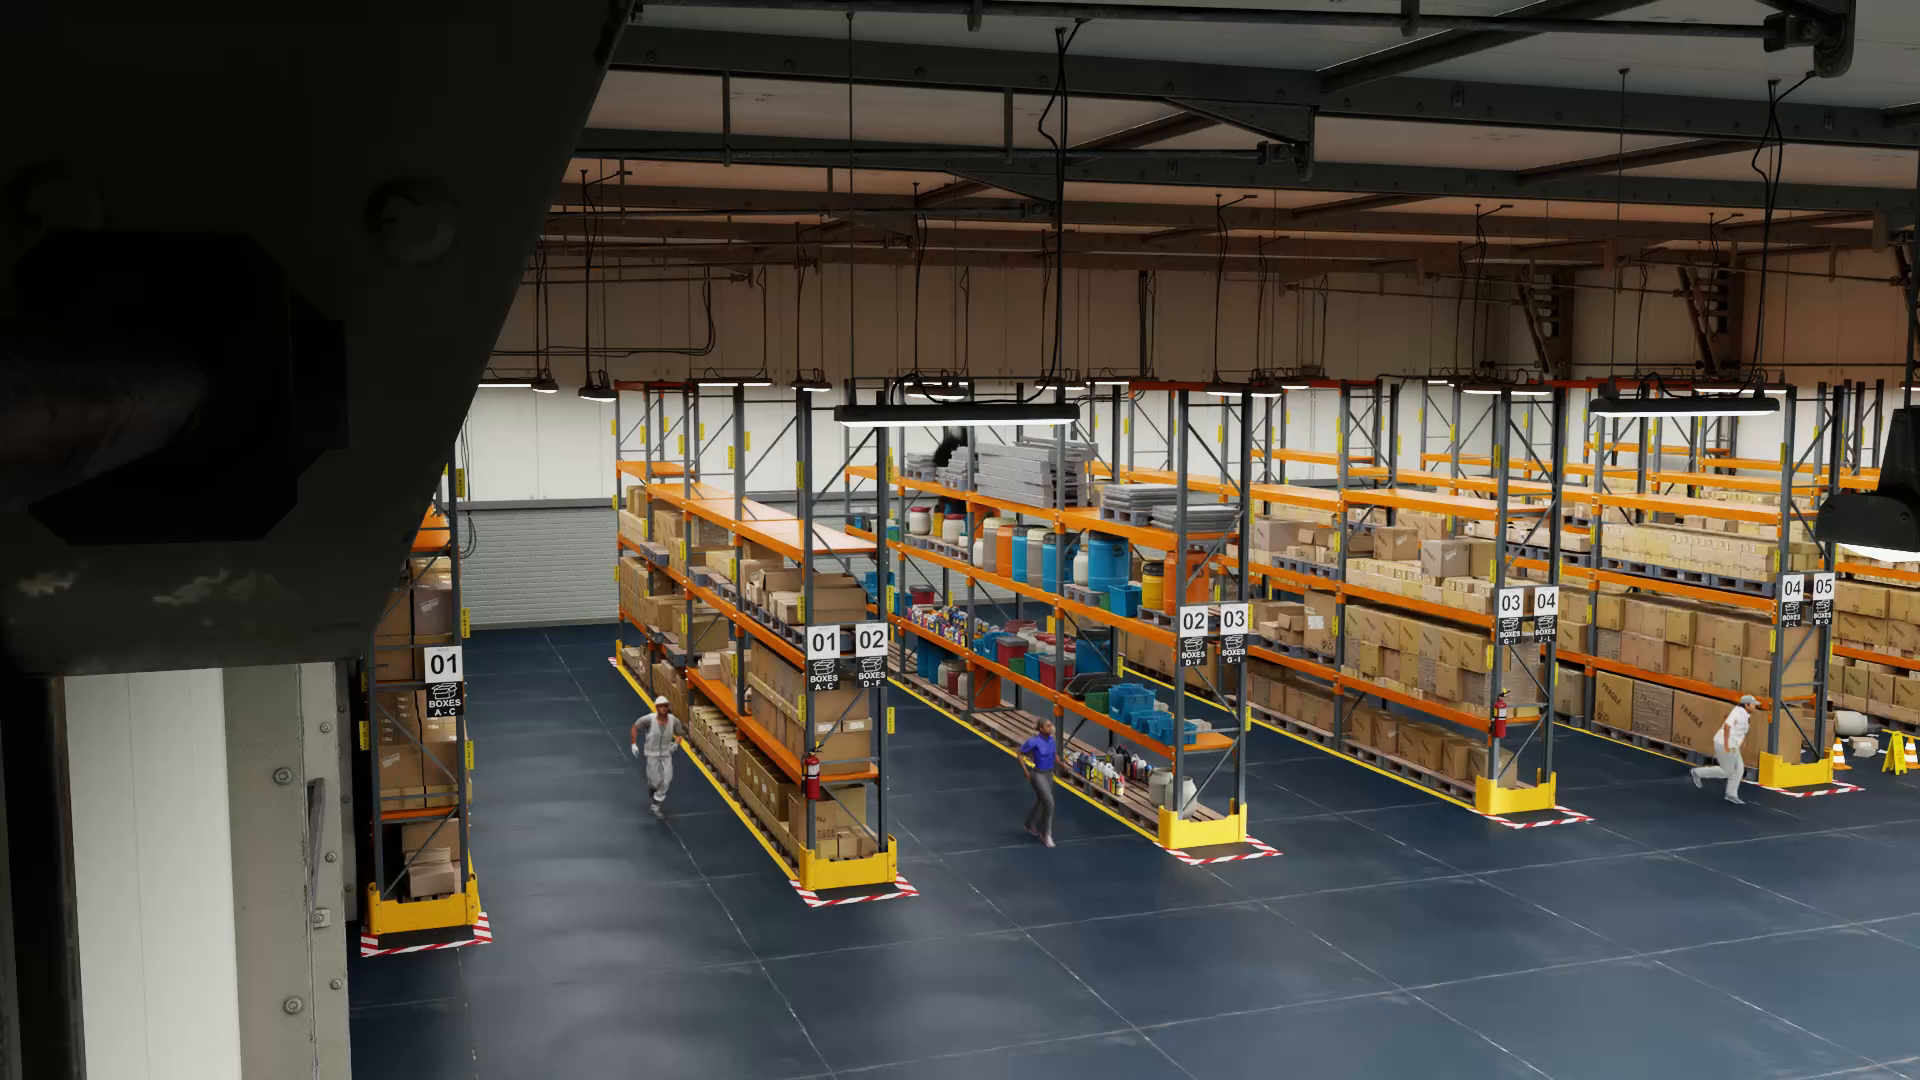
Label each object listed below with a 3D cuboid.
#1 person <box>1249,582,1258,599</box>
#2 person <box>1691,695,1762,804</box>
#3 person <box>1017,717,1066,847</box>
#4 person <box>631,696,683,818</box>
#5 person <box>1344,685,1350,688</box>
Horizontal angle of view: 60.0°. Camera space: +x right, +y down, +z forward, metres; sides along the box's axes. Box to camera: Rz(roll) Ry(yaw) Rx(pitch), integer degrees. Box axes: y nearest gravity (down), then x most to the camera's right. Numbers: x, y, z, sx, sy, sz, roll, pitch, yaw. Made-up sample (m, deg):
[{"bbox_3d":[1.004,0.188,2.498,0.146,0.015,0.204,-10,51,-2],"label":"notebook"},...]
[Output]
[{"bbox_3d":[7.213,1.147,41.258,0.806,1.714,0.666,0,6,3],"label":"person"},{"bbox_3d":[11.114,3.018,24.149,0.892,1.618,0.606,3,7,23],"label":"person"},{"bbox_3d":[1.084,3.200,22.039,0.726,1.721,0.586,5,8,40],"label":"person"},{"bbox_3d":[-4.217,3.029,23.249,0.707,1.729,0.687,-3,7,-23],"label":"person"},{"bbox_3d":[7.609,2.073,32.724,0.647,1.661,0.763,-2,6,-21],"label":"person"}]
